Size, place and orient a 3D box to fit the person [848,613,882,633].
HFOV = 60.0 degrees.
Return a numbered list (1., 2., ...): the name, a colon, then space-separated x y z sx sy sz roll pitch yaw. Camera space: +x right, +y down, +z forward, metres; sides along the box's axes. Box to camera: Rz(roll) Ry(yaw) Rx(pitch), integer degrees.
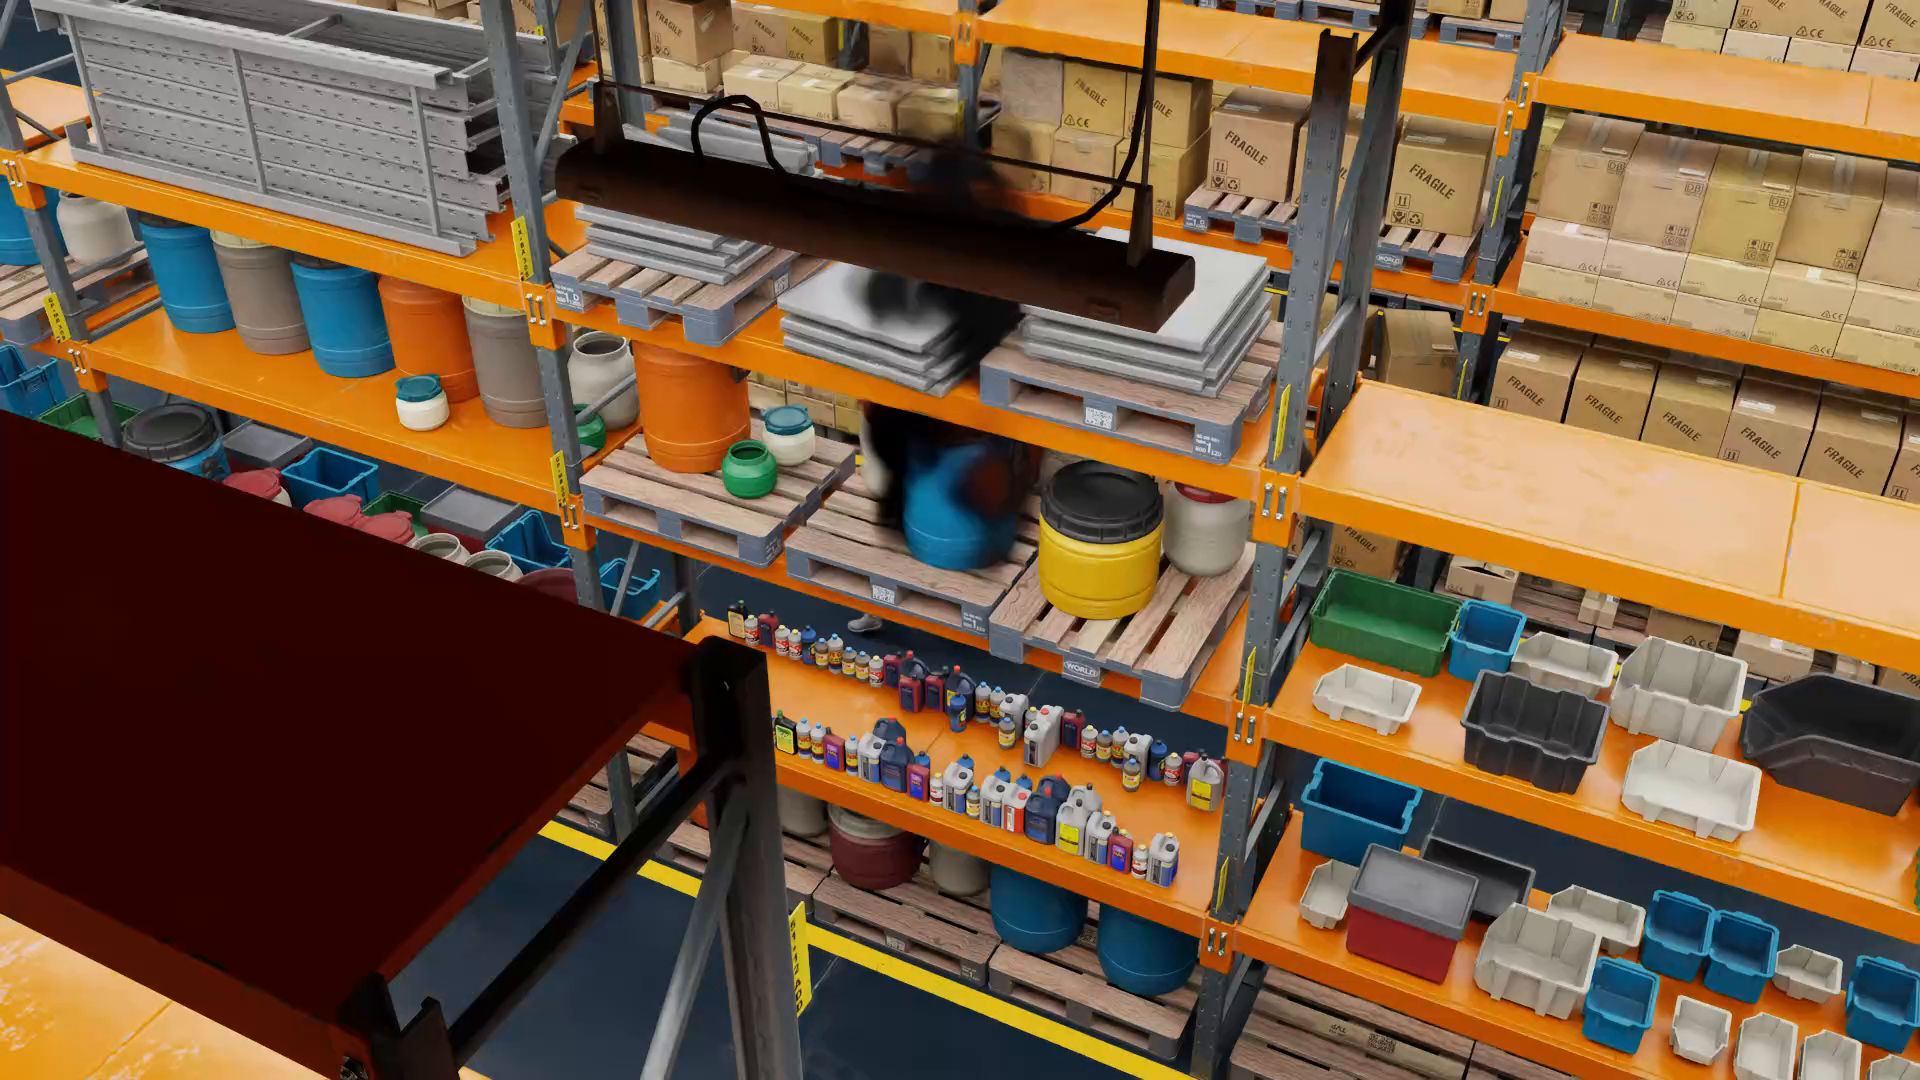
1. person: -0.413 0.017 12.337 0.919 1.702 0.612 9 36 12
